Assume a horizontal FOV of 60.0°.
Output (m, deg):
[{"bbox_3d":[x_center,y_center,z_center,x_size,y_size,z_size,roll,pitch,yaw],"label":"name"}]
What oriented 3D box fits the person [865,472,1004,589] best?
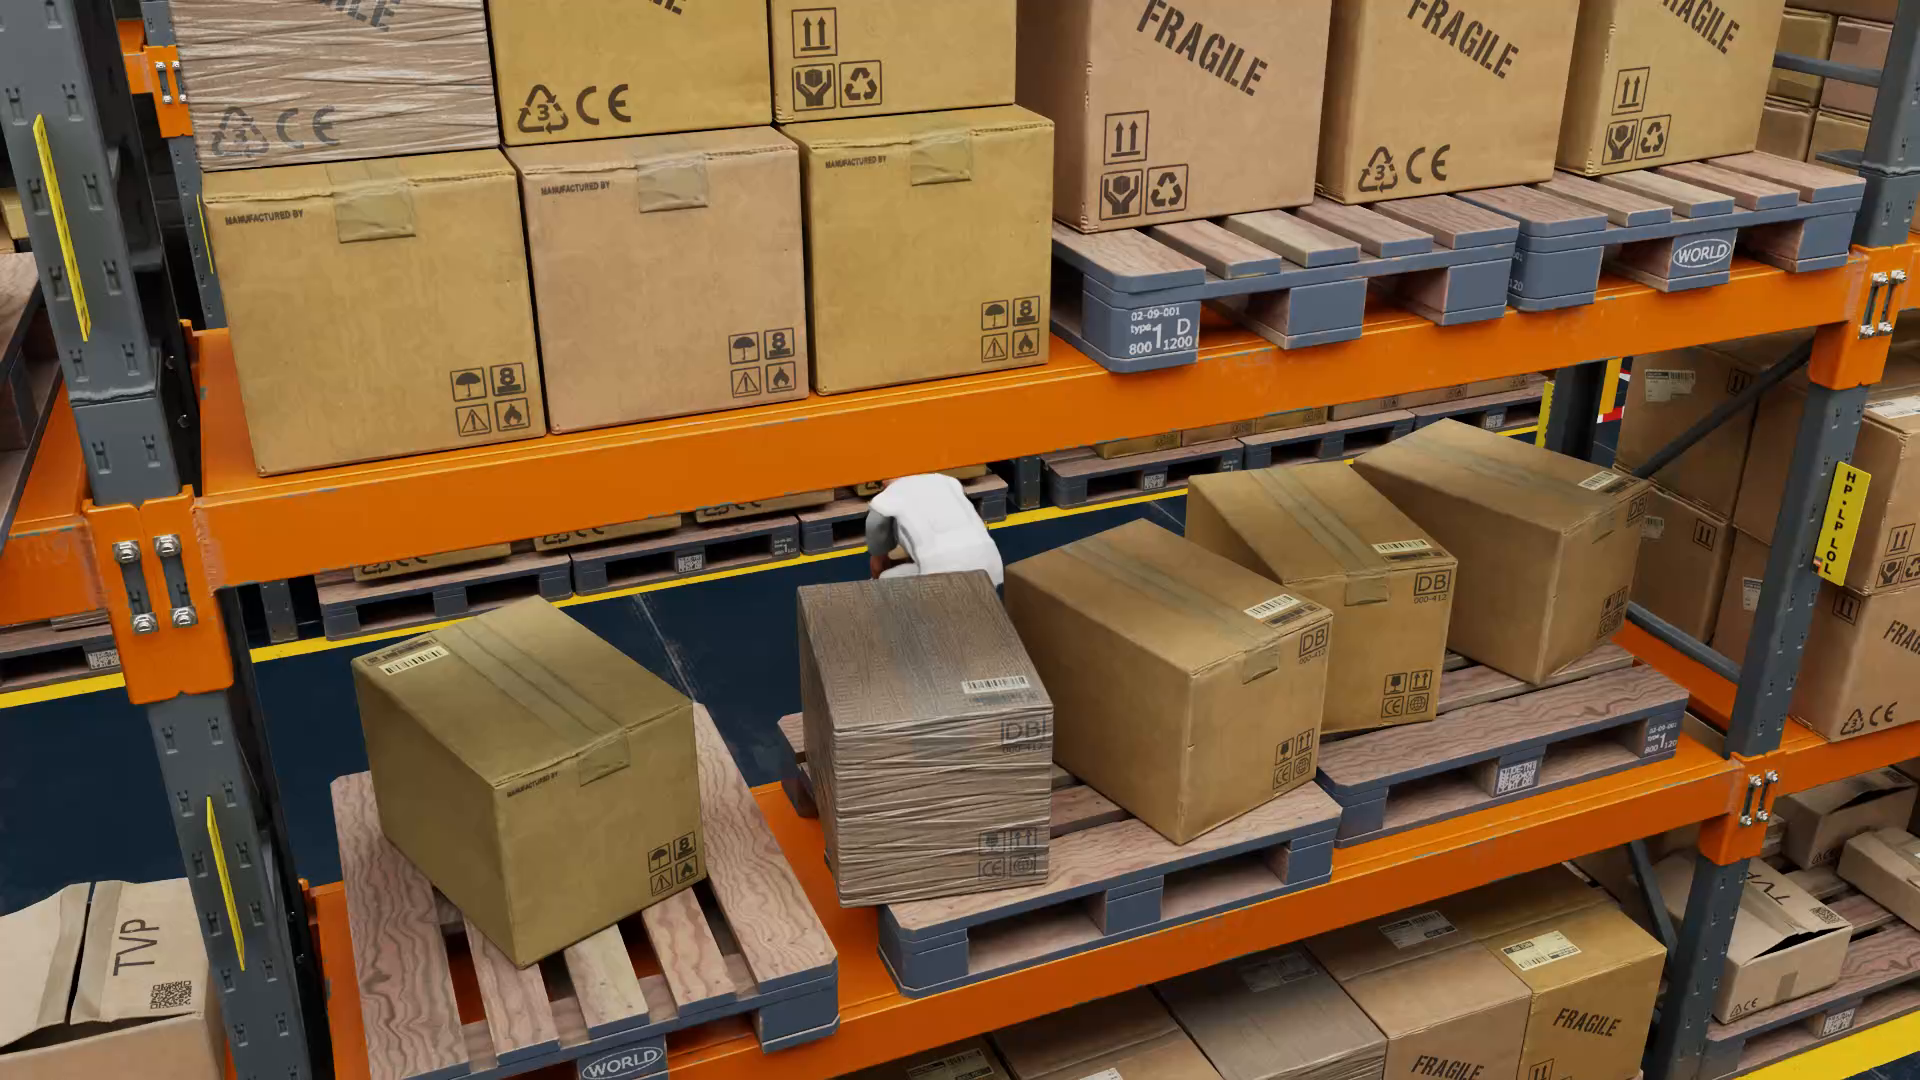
[{"bbox_3d":[-0.141,0.124,7.754,0.530,0.990,0.909,-11,28,-22],"label":"person"}]
